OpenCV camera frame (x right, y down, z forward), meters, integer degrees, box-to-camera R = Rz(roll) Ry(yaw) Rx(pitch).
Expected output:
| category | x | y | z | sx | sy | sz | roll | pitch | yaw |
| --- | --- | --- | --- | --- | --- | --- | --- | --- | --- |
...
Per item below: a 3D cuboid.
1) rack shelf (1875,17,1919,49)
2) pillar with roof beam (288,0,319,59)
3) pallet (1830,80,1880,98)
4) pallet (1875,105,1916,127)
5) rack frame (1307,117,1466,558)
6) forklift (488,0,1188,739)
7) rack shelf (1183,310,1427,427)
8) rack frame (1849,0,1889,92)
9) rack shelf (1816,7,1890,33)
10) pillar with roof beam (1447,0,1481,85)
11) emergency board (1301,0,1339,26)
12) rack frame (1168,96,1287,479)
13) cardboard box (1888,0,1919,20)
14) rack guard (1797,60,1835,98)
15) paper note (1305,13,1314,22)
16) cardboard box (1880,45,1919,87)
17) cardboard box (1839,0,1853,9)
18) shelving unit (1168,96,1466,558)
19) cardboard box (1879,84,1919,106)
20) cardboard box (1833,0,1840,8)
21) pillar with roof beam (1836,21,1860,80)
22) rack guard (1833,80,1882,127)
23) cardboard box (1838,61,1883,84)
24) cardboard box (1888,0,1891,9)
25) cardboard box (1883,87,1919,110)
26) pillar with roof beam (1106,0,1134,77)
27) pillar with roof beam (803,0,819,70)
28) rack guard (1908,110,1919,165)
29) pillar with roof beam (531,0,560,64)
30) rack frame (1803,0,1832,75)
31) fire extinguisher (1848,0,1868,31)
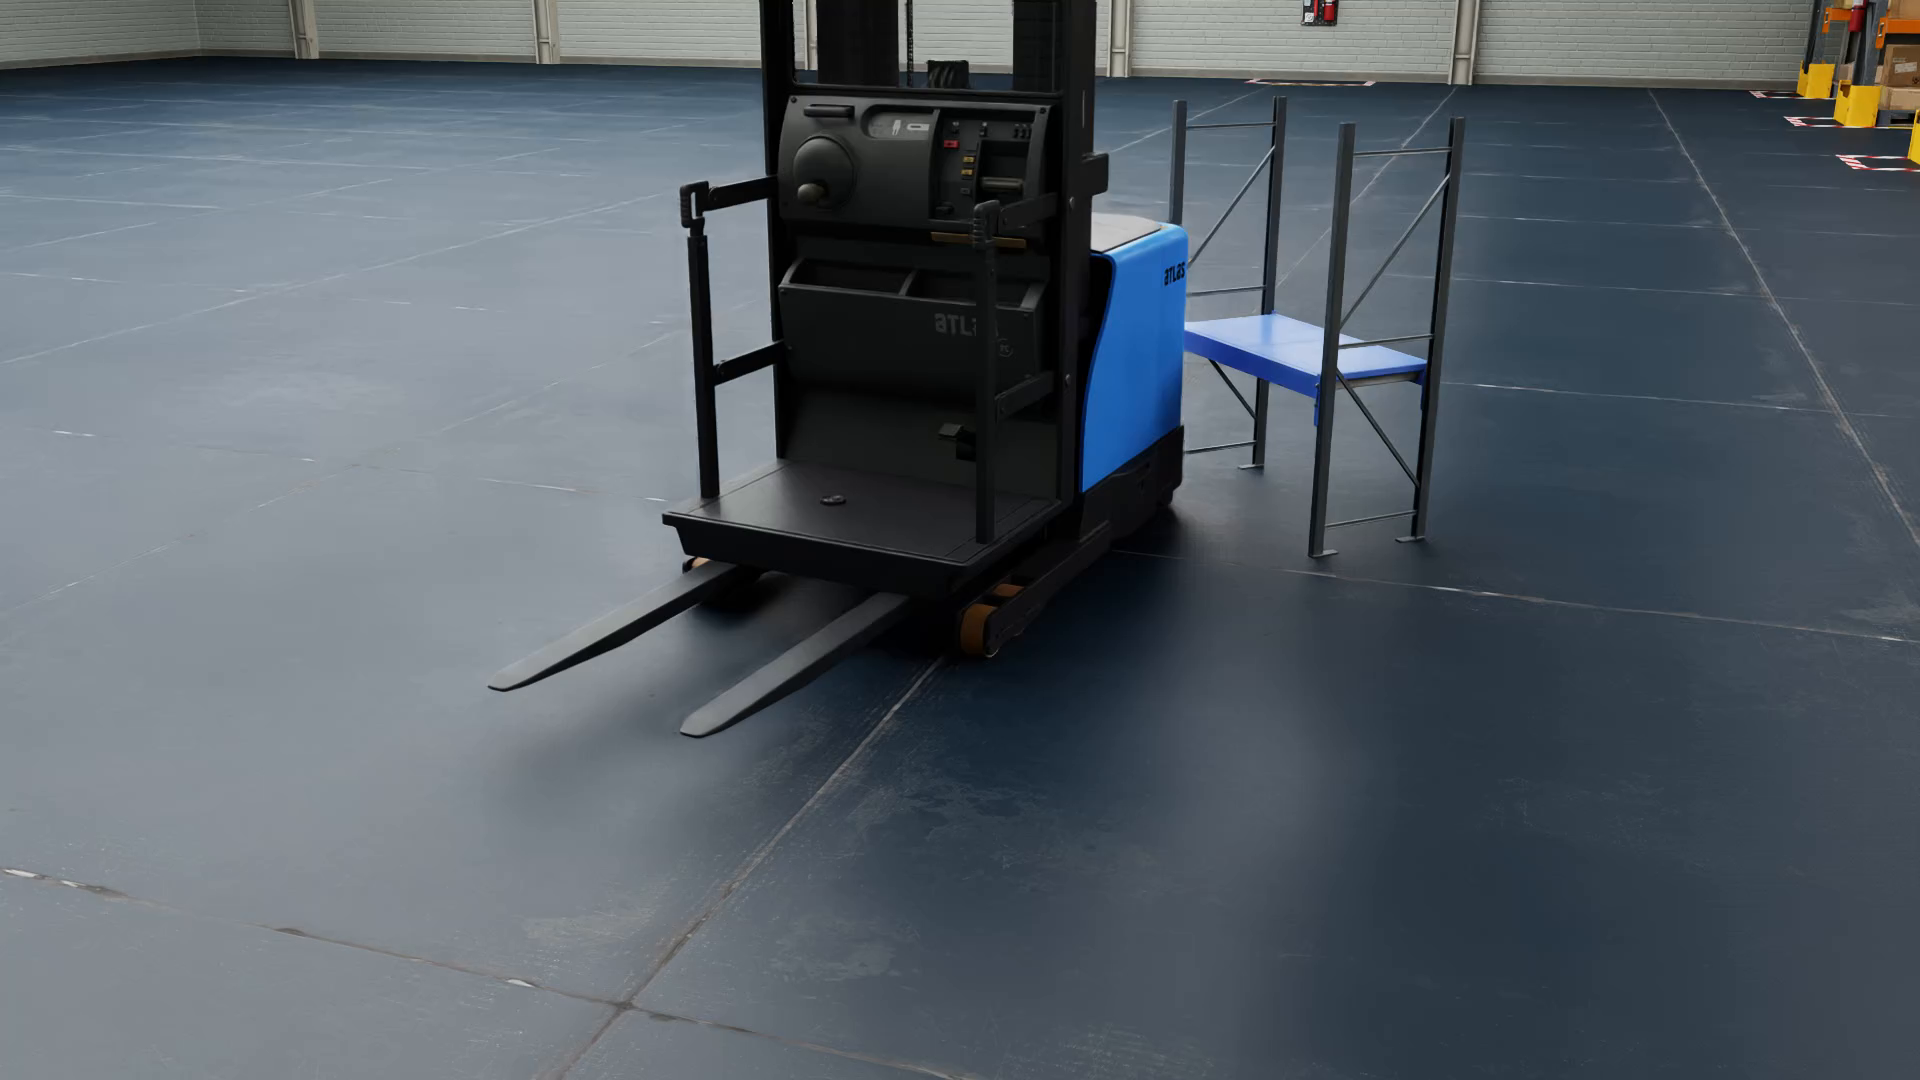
| category | x | y | z | sx | sy | sz | roll | pitch | yaw |
| --- | --- | --- | --- | --- | --- | --- | --- | --- | --- |
| rack shelf | 13.563 | -6.298 | 20.679 | 4.000 | 0.370 | 1.077 | 7 | 20 | 18 |
| pillar with roof beam | -15.510 | -13.322 | 30.624 | 0.400 | 9.000 | 9.100 | 7 | 20 | 18 |
| pallet | 14.124 | -6.970 | 25.753 | 1.213 | 0.211 | 1.003 | 7 | 20 | 18 |
| pallet | 12.410 | -5.467 | 21.440 | 1.213 | 0.211 | 1.003 | 7 | 20 | 18 |
| rack frame | 1.469 | -0.682 | 5.754 | 0.500 | 1.500 | 0.032 | -9 | 21 | -23 |
| forklift | -0.249 | -1.191 | 5.039 | 1.130 | 2.935 | 3.031 | 9 | 21 | 25 |
| rack shelf | 1.255 | -0.664 | 6.248 | 0.538 | 0.185 | 1.000 | -9 | 21 | -23 |
| rack frame | 11.674 | -6.854 | 21.181 | 0.127 | 3.000 | 1.000 | 7 | 20 | 18 |
| rack shelf | 15.185 | -7.838 | 25.099 | 4.000 | 0.370 | 1.077 | 7 | 20 | 18 |
| pillar with roof beam | 7.161 | -10.730 | 23.187 | 0.400 | 9.000 | 9.100 | 7 | 20 | 18 |
| emergency board | 6.251 | -9.514 | 28.814 | 0.643 | 1.169 | 0.194 | 7 | 20 | 18 |
| rack frame | 1.040 | -0.985 | 6.624 | 0.500 | 1.500 | 0.032 | -9 | 21 | -23 |
| cardboard box | 12.111 | -6.846 | 21.008 | 0.500 | 0.500 | 0.700 | 7 | 20 | 18 |
| rack guard | 13.368 | -7.206 | 25.988 | 0.348 | 0.500 | 1.175 | 7 | 20 | 18 |
| paper note | 6.107 | -9.139 | 29.076 | 0.142 | 0.148 | 0.016 | 7 | 20 | 18 |
| cardboard box | 12.278 | -6.142 | 21.540 | 0.500 | 0.500 | 0.500 | 7 | 20 | 18 |
| cardboard box | 13.653 | -8.181 | 25.187 | 0.500 | 0.250 | 0.500 | 6 | 20 | 16 |
| shelving unit | 1.255 | -0.834 | 6.189 | 0.538 | 1.500 | 1.048 | -9 | 21 | -23 |
| cardboard box | 12.277 | -5.787 | 21.661 | 0.500 | 0.250 | 0.500 | 7 | 20 | 18 |
| cardboard box | 13.801 | -8.343 | 25.650 | 0.500 | 0.250 | 0.500 | 7 | 20 | 19 |
| pillar with roof beam | 12.828 | -10.082 | 21.328 | 0.400 | 9.000 | 9.100 | 7 | 20 | 18 |
| rack guard | 11.651 | -5.676 | 21.599 | 0.348 | 0.500 | 1.175 | 7 | 20 | 18 |
| cardboard box | 13.920 | -7.230 | 25.676 | 0.500 | 0.311 | 0.500 | 4 | 20 | 12 |
| cardboard box | 14.148 | -8.130 | 25.039 | 0.500 | 0.250 | 0.500 | 6 | 20 | 16 |
| cardboard box | 12.107 | -5.626 | 21.199 | 0.500 | 0.250 | 0.500 | 7 | 20 | 18 |
| pillar with roof beam | 1.493 | -11.378 | 25.046 | 0.400 | 9.000 | 9.100 | 7 | 20 | 18 |
| pillar with roof beam | -4.175 | -12.026 | 26.905 | 0.400 | 9.000 | 9.100 | 7 | 20 | 18 |
| rack guard | 10.132 | -4.140 | 17.193 | 0.348 | 0.500 | 1.175 | 7 | 20 | 18 |
| pillar with roof beam | -9.843 | -12.674 | 28.765 | 0.400 | 9.000 | 9.100 | 7 | 20 | 18 |
| rack frame | 13.296 | -8.394 | 25.600 | 0.127 | 3.000 | 1.000 | 7 | 20 | 18 |
| fire extinguisher | 11.715 | -6.974 | 21.644 | 0.183 | 0.674 | 0.296 | 7 | 20 | 18 |
